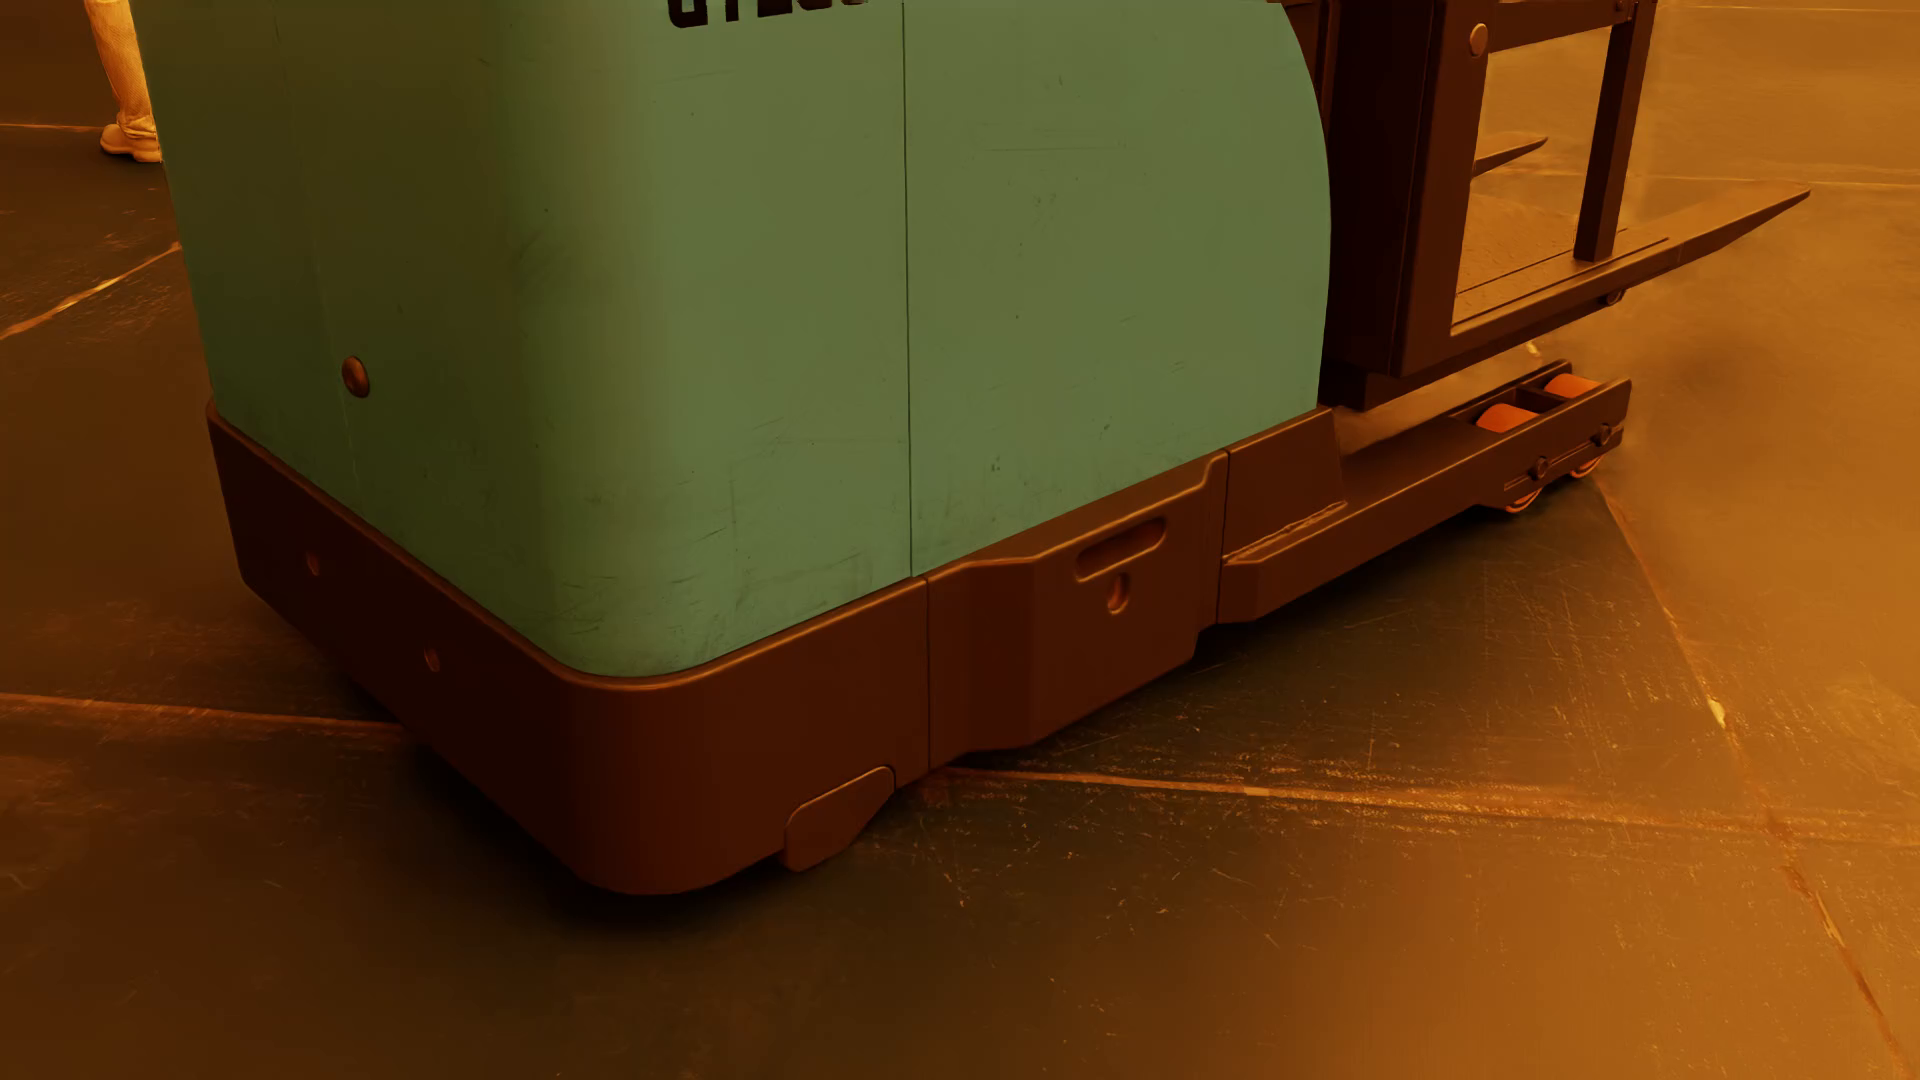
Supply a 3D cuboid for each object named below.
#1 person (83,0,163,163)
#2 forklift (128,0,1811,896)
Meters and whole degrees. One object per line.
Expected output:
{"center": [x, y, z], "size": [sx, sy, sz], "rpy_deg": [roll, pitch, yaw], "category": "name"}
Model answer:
{"center": [-2.206, -1.897, 4.341], "size": [0.630, 1.755, 0.461], "rpy_deg": [-23, 34, -38], "category": "person"}
{"center": [0.446, -1.507, 2.237], "size": [3.031, 2.935, 1.130], "rpy_deg": [-22, 34, -37], "category": "forklift"}
